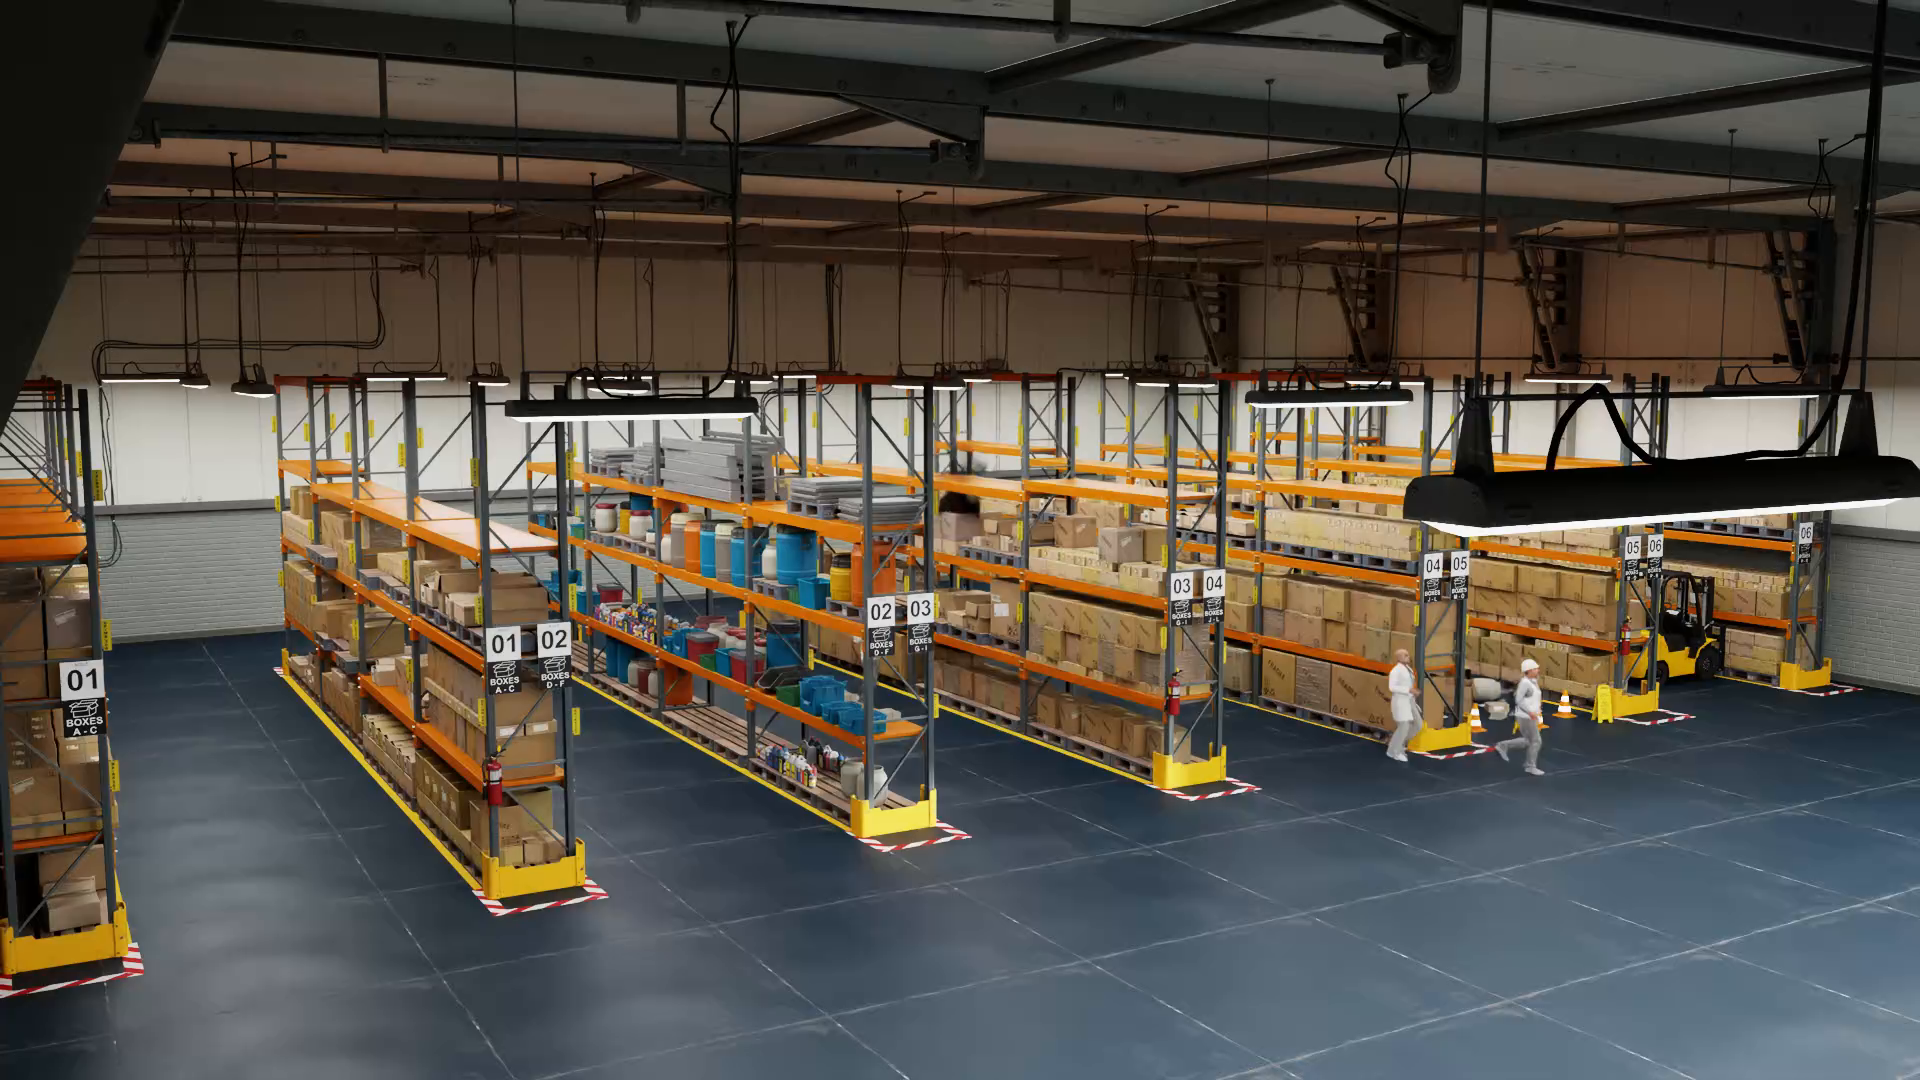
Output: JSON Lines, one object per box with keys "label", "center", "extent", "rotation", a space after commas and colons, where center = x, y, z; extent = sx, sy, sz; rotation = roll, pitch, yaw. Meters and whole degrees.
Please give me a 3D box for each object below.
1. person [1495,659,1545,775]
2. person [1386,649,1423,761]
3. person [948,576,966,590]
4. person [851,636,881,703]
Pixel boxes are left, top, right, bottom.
{"label": "person", "center": [8.588, 2.685, 25.434], "extent": [0.747, 1.765, 0.678], "rotation": [3, 7, 24]}
{"label": "person", "center": [7.041, 2.605, 26.208], "extent": [0.610, 1.781, 0.724], "rotation": [5, 8, 36]}
{"label": "person", "center": [-0.047, 0.851, 42.338], "extent": [0.772, 1.699, 0.879], "rotation": [0, 6, 1]}
{"label": "person", "center": [-1.608, 2.186, 30.214], "extent": [0.550, 1.669, 0.638], "rotation": [-5, 8, -39]}
